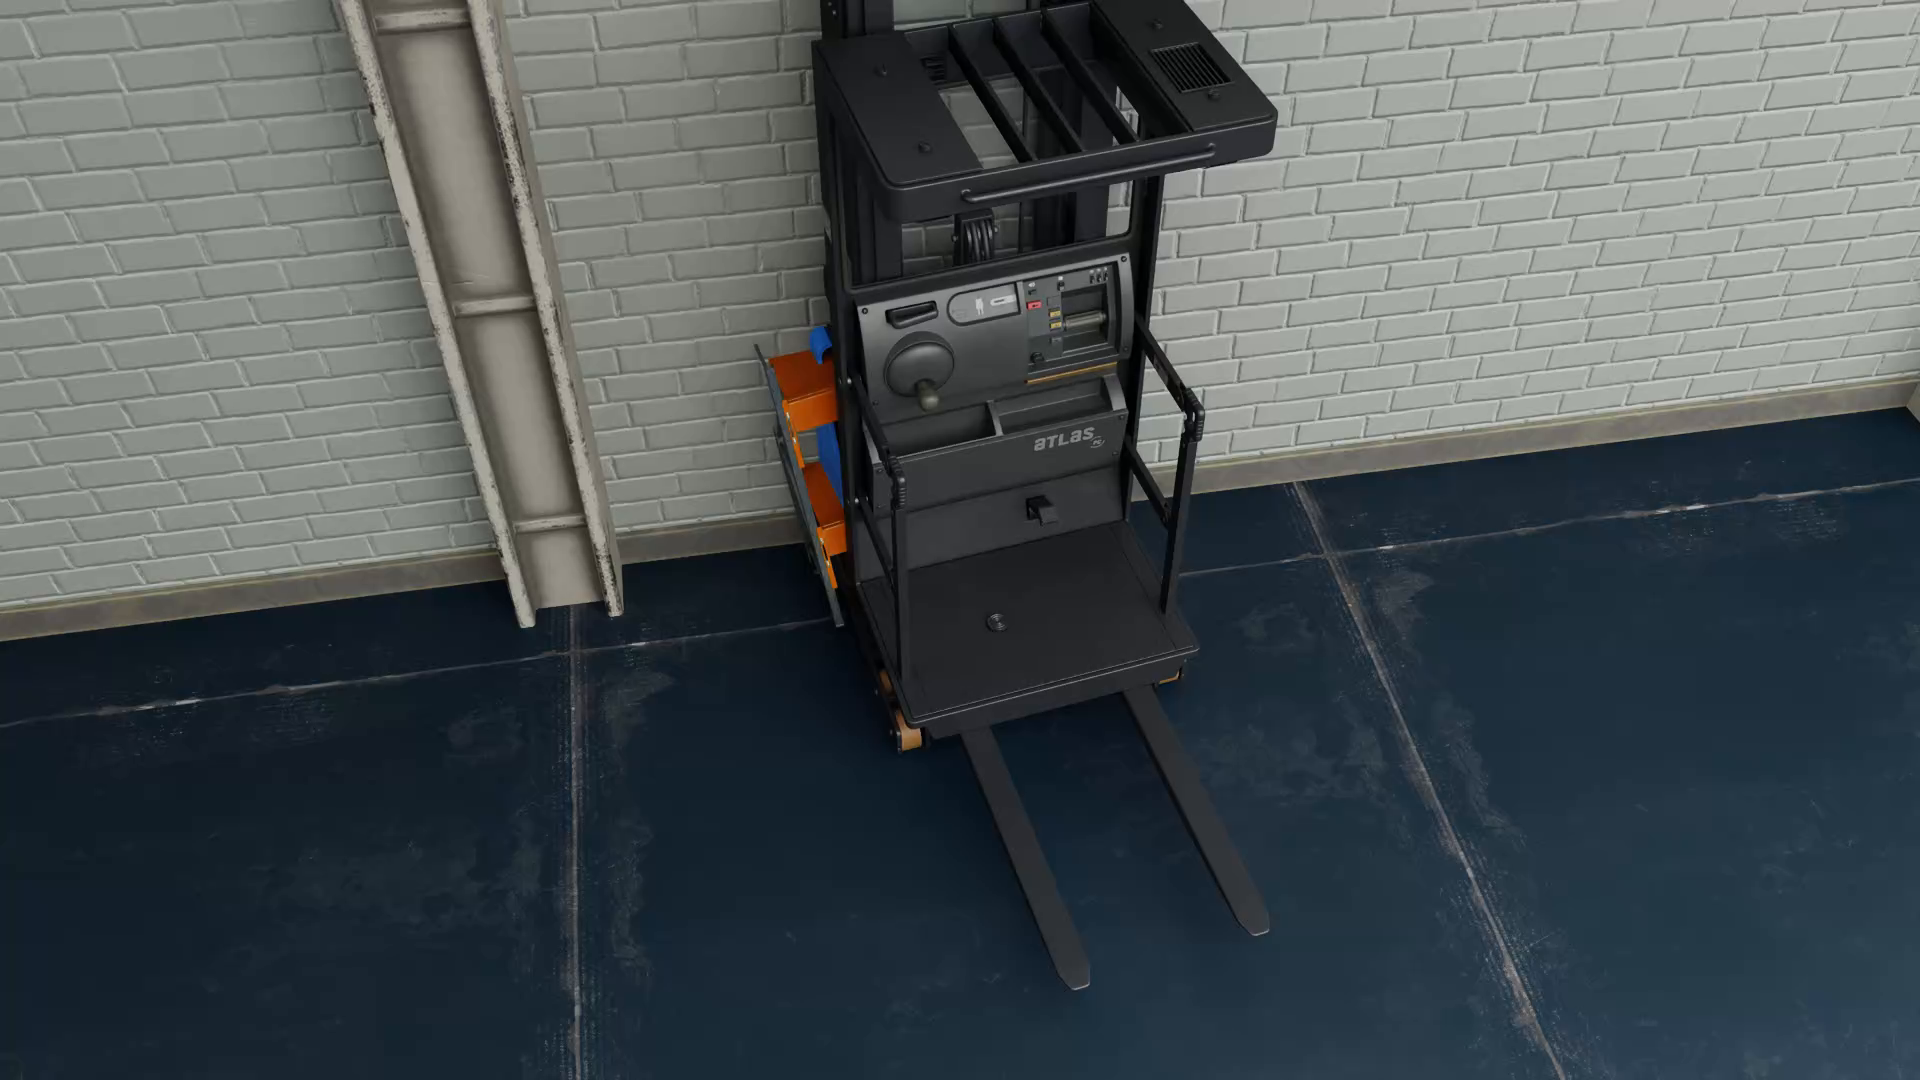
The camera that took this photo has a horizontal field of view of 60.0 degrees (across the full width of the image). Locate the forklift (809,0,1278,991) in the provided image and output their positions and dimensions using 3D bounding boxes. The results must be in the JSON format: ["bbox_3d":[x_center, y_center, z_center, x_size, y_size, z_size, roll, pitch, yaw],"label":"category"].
[{"bbox_3d":[0.193,-0.589,5.282,1.130,2.935,3.031,-13,48,-12],"label":"forklift"}]

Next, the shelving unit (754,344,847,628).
[{"bbox_3d":[-0.142,-0.407,6.266,1.048,1.125,0.538,-18,34,-8],"label":"shelving unit"}]

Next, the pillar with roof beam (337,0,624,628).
[{"bbox_3d":[-0.798,0.139,0.367,0.400,9.000,9.100,-7,46,-7],"label":"pillar with roof beam"}]

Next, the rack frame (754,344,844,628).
[{"bbox_3d":[-0.622,-0.254,6.194,0.032,1.125,0.500,-18,34,-8],"label":"rack frame"}]

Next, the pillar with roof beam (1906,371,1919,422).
[{"bbox_3d":[5.114,-0.598,1.077,0.400,9.000,9.100,-7,46,-7],"label":"pillar with roof beam"}]

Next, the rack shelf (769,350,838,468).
[{"bbox_3d":[-0.194,-0.644,6.103,1.000,0.278,0.538,-18,34,-8],"label":"rack shelf"}]

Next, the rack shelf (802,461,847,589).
[{"bbox_3d":[-0.100,-0.208,6.403,1.000,0.278,0.538,-18,34,-8],"label":"rack shelf"}]
